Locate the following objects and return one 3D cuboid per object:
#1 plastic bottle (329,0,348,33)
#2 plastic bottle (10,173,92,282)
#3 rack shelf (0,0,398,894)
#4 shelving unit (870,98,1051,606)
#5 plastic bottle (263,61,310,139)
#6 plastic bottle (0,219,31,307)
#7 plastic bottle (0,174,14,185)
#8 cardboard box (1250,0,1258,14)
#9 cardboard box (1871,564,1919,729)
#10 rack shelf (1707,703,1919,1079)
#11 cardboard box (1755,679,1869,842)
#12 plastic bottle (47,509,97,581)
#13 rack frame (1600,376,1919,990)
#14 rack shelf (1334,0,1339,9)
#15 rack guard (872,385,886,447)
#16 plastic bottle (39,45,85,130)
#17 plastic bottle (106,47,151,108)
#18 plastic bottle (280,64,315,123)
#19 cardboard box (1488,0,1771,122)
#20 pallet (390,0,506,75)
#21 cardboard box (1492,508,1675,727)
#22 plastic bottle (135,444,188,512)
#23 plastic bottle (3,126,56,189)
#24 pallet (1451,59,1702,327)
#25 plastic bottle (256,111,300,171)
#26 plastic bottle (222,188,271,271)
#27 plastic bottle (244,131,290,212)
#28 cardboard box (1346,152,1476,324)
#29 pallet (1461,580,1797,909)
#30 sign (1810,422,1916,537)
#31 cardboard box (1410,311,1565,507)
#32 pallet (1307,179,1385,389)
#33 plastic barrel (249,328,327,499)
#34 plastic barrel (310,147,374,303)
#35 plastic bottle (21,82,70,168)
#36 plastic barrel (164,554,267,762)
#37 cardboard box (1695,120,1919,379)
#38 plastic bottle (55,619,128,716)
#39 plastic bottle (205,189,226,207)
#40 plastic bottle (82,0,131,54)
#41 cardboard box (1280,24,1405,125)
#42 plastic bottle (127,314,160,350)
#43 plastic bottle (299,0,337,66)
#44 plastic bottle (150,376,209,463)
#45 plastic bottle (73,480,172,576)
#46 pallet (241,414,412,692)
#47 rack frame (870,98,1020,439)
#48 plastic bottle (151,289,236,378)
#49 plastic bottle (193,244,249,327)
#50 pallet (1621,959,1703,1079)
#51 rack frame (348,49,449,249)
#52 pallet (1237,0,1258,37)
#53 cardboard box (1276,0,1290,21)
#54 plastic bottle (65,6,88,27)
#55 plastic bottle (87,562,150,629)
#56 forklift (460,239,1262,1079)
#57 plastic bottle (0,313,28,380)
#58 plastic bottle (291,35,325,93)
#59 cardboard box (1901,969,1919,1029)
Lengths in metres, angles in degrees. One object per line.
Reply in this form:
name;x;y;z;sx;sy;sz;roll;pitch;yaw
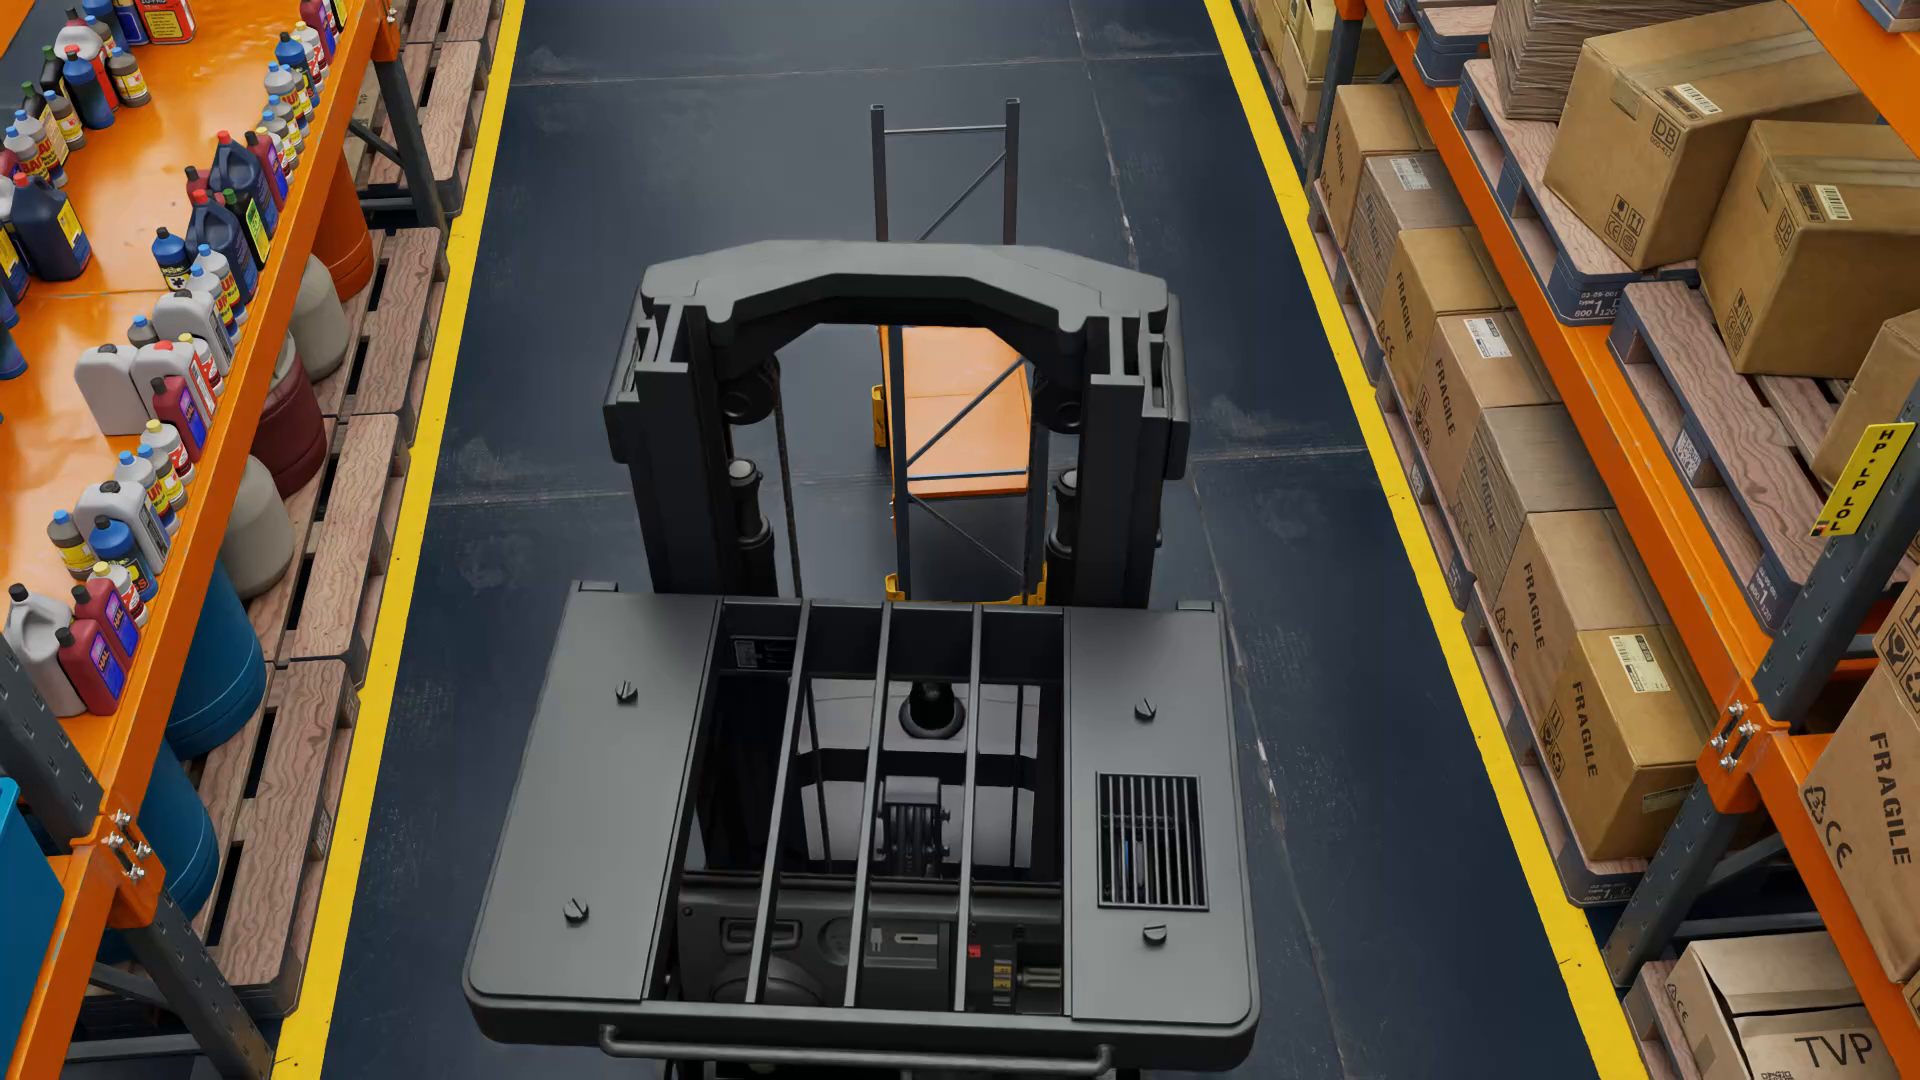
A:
plastic bottle;-2.361;-2.050;6.206;0.061;0.283;0.133;-3;47;-3
plastic bottle;-2.840;-0.995;5.160;0.144;0.351;0.185;-3;47;-3
rack shelf;-2.653;-0.663;5.307;1.077;0.370;4.000;-3;47;-3
shelving unit;-0.006;-0.571;5.758;0.587;1.500;1.083;-3;47;-3
plastic bottle;-2.318;-1.513;5.706;0.097;0.271;0.097;0;47;0
plastic bottle;-2.981;-0.888;5.059;0.144;0.351;0.185;-3;47;-3
plastic bottle;-3.027;-1.059;5.276;0.097;0.271;0.097;0;47;0
cardboard box;1.743;-2.957;8.589;0.500;0.250;0.500;-3;47;-2
cardboard box;2.210;0.218;3.220;0.500;0.500;0.500;-2;47;-2
rack shelf;2.618;1.933;2.849;1.077;0.370;4.000;-3;47;-3
cardboard box;2.653;0.582;5.052;0.500;0.500;0.500;-5;47;-5
plastic bottle;-2.298;0.003;4.318;0.097;0.201;0.097;0;47;0
rack frame;2.451;0.238;3.958;1.000;3.000;0.127;-3;47;-3
rack shelf;1.949;-3.855;8.331;1.077;0.370;4.000;-3;47;-3
rack guard;-0.048;-0.501;6.553;0.587;0.250;0.087;-3;47;-3
plastic bottle;-3.102;-1.550;5.732;0.061;0.283;0.133;-3;47;-3
plastic bottle;-2.945;-1.643;5.876;0.097;0.201;0.097;0;47;0
plastic bottle;-2.326;-1.559;5.798;0.097;0.201;0.097;0;47;0
cardboard box;2.167;-1.712;5.448;0.700;0.500;0.500;4;47;4
pallet;-2.945;-2.842;8.796;1.003;0.211;1.213;-3;47;-3
cardboard box;2.091;0.249;5.367;0.500;0.500;0.500;-3;47;-3
plastic bottle;-2.166;-0.174;4.485;0.097;0.201;0.097;0;47;0
plastic bottle;-3.046;-1.226;5.434;0.097;0.271;0.097;0;47;0
pallet;2.283;-1.183;5.437;1.003;0.211;1.213;-3;47;-3
plastic bottle;-2.302;-1.348;5.598;0.097;0.201;0.097;0;47;0
plastic bottle;-2.239;-0.993;5.205;0.061;0.283;0.133;-3;47;-3
plastic bottle;-2.266;-1.223;5.423;0.061;0.283;0.133;-3;47;-3
cardboard box;1.919;-1.222;6.760;0.500;0.500;0.500;-5;47;-5
pallet;2.345;0.611;5.526;1.003;0.211;1.213;-3;47;-3
sign;1.898;-0.123;3.503;0.100;0.325;0.005;-3;47;-3
cardboard box;2.005;-0.482;6.059;0.500;0.500;0.500;-5;47;-5
pallet;2.141;-1.154;7.198;1.003;0.211;1.213;-3;47;-3
plastic barrel;-2.668;-0.502;6.032;0.600;0.588;0.708;-3;47;-3
plastic barrel;-2.762;-1.403;6.718;0.600;0.830;0.708;-3;47;-3
plastic bottle;-3.082;-1.383;5.574;0.061;0.283;0.133;-3;47;-3
plastic barrel;-2.573;0.207;5.144;0.600;0.901;0.708;-3;47;-3
cardboard box;2.513;-0.790;4.575;0.700;0.500;0.500;3;47;3
plastic bottle;-2.091;0.286;3.994;0.061;0.283;0.133;-3;47;-3
plastic bottle;-2.300;-0.990;5.202;0.061;0.283;0.133;-3;47;-3
plastic bottle;-3.124;-1.895;6.067;0.097;0.271;0.097;0;47;0
cardboard box;1.829;-2.220;7.891;0.500;0.250;0.500;-2;47;-2
plastic bottle;-2.364;-0.570;4.860;0.097;0.201;0.097;0;47;0
plastic bottle;-2.342;-1.883;6.048;0.061;0.283;0.133;-3;47;-3
plastic bottle;-2.165;-0.357;4.602;0.061;0.283;0.133;-3;47;-3
plastic bottle;-2.175;-0.043;4.311;0.152;0.276;0.135;-3;47;-3
pallet;-2.614;0.050;6.057;1.003;0.211;1.213;-3;47;-3
rack frame;-0.050;-0.945;6.112;0.500;1.500;0.032;-3;47;-3
plastic bottle;-2.241;-0.616;4.853;0.152;0.276;0.135;-3;47;-3
plastic bottle;-2.232;-0.771;5.003;0.097;0.271;0.097;0;47;0
pallet;2.507;1.694;4.500;1.003;0.211;1.213;-3;47;-3
rack frame;-2.820;-2.357;6.417;1.000;3.000;0.127;-3;47;-3
pallet;1.987;-3.175;9.112;1.003;0.211;1.213;-3;47;-3
cardboard box;1.777;-2.787;8.042;0.500;0.311;0.500;-4;47;-4
plastic bottle;-3.124;-1.744;5.916;0.061;0.283;0.133;-3;47;-3
plastic bottle;-2.130;0.135;4.193;0.097;0.201;0.097;0;47;0
forklift;-0.120;1.011;3.274;1.130;2.935;3.031;2;47;2
plastic bottle;-2.821;-0.600;4.841;0.097;0.271;0.097;0;47;0
plastic bottle;-2.342;-1.700;5.931;0.097;0.201;0.097;0;47;0
cardboard box;2.268;0.960;3.206;0.500;0.500;0.500;-3;47;-3
